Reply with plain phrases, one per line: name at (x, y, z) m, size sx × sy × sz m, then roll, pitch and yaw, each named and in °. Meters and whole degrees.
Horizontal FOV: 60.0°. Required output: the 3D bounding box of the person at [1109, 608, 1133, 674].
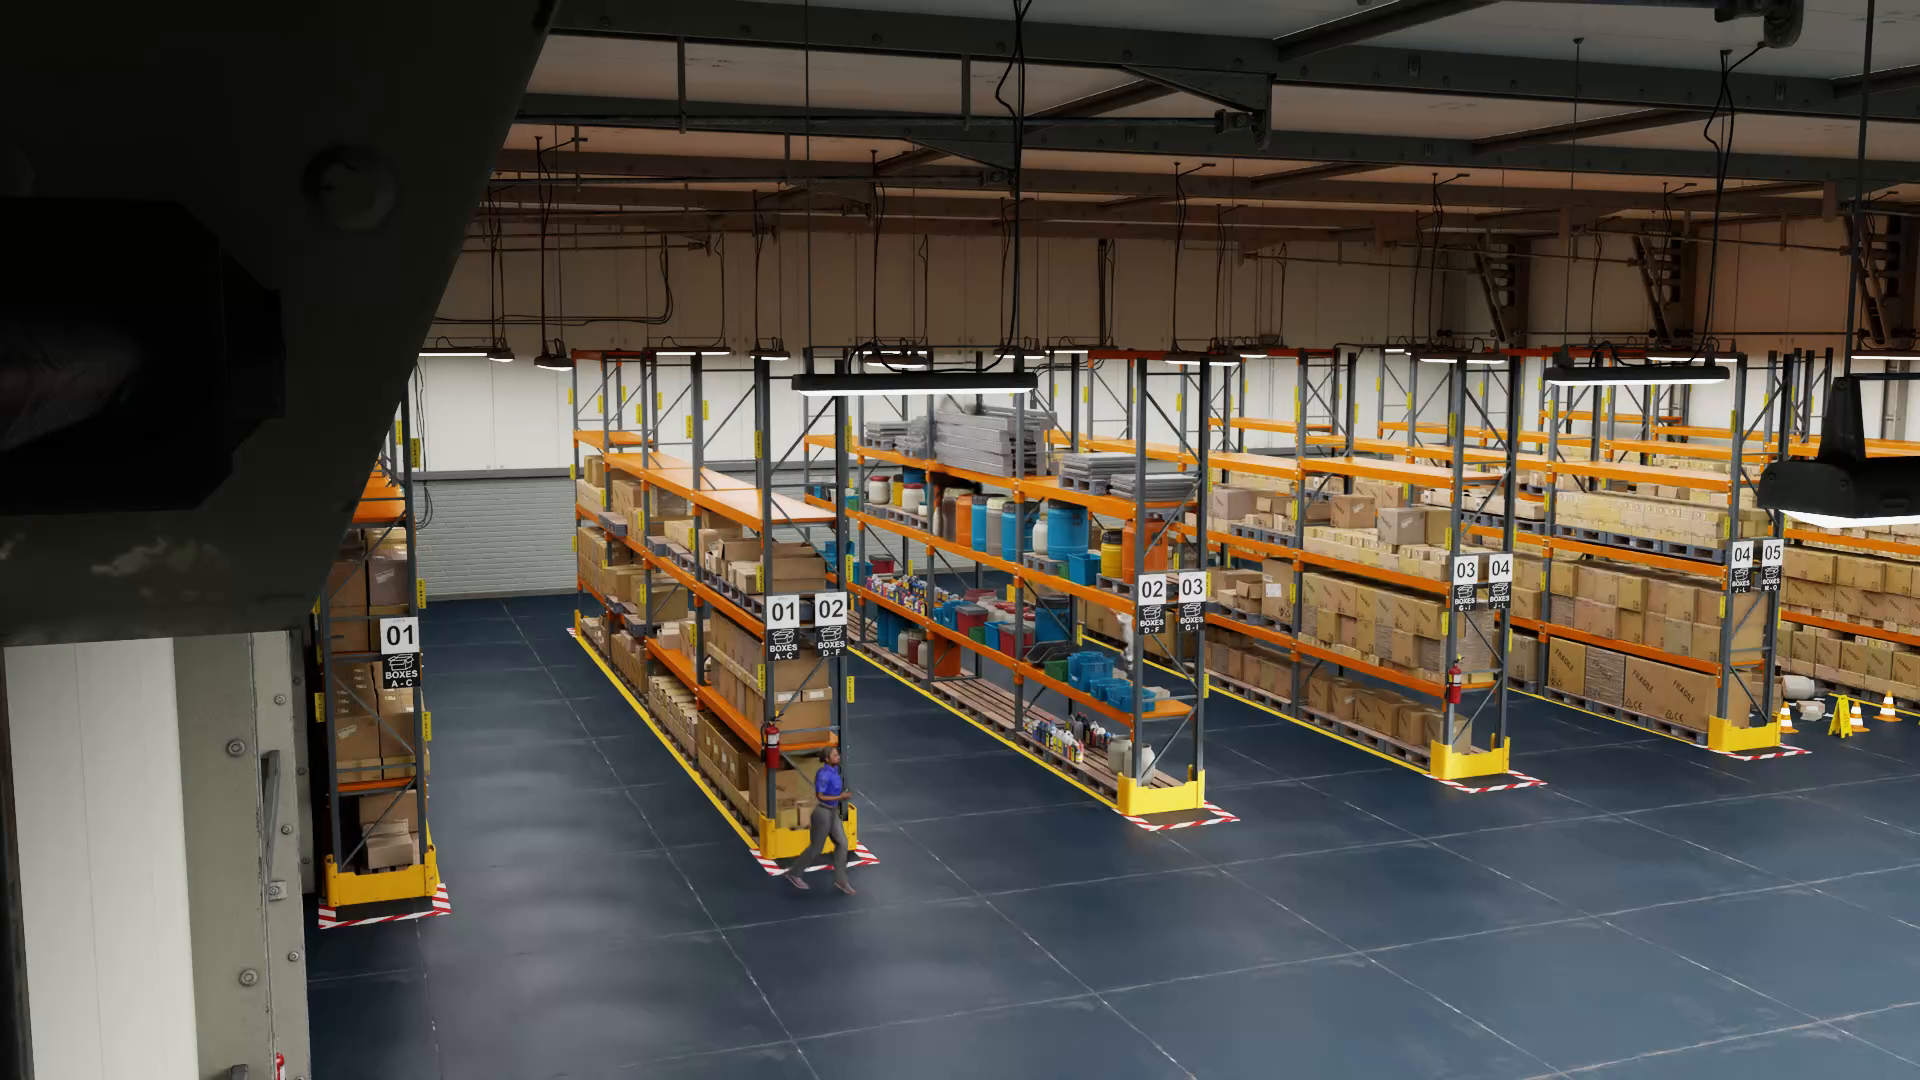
person at (3.023, 1.493, 29.621) m, size 0.663 × 1.758 × 0.676 m, roll -4°, pitch 8°, yaw -29°

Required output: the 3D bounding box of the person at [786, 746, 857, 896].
person at (-1.548, 3.176, 18.902) m, size 0.812 × 1.699 × 0.587 m, roll 2°, pitch 7°, yaw 13°

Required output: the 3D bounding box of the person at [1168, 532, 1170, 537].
person at (4.745, 0.594, 39.529) m, size 0.674 × 1.654 × 0.884 m, roll 0°, pitch 7°, yaw 2°

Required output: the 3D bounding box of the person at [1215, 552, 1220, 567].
person at (6.593, 0.241, 41.717) m, size 0.881 × 1.771 × 0.706 m, roll -3°, pitch 8°, yaw -20°
